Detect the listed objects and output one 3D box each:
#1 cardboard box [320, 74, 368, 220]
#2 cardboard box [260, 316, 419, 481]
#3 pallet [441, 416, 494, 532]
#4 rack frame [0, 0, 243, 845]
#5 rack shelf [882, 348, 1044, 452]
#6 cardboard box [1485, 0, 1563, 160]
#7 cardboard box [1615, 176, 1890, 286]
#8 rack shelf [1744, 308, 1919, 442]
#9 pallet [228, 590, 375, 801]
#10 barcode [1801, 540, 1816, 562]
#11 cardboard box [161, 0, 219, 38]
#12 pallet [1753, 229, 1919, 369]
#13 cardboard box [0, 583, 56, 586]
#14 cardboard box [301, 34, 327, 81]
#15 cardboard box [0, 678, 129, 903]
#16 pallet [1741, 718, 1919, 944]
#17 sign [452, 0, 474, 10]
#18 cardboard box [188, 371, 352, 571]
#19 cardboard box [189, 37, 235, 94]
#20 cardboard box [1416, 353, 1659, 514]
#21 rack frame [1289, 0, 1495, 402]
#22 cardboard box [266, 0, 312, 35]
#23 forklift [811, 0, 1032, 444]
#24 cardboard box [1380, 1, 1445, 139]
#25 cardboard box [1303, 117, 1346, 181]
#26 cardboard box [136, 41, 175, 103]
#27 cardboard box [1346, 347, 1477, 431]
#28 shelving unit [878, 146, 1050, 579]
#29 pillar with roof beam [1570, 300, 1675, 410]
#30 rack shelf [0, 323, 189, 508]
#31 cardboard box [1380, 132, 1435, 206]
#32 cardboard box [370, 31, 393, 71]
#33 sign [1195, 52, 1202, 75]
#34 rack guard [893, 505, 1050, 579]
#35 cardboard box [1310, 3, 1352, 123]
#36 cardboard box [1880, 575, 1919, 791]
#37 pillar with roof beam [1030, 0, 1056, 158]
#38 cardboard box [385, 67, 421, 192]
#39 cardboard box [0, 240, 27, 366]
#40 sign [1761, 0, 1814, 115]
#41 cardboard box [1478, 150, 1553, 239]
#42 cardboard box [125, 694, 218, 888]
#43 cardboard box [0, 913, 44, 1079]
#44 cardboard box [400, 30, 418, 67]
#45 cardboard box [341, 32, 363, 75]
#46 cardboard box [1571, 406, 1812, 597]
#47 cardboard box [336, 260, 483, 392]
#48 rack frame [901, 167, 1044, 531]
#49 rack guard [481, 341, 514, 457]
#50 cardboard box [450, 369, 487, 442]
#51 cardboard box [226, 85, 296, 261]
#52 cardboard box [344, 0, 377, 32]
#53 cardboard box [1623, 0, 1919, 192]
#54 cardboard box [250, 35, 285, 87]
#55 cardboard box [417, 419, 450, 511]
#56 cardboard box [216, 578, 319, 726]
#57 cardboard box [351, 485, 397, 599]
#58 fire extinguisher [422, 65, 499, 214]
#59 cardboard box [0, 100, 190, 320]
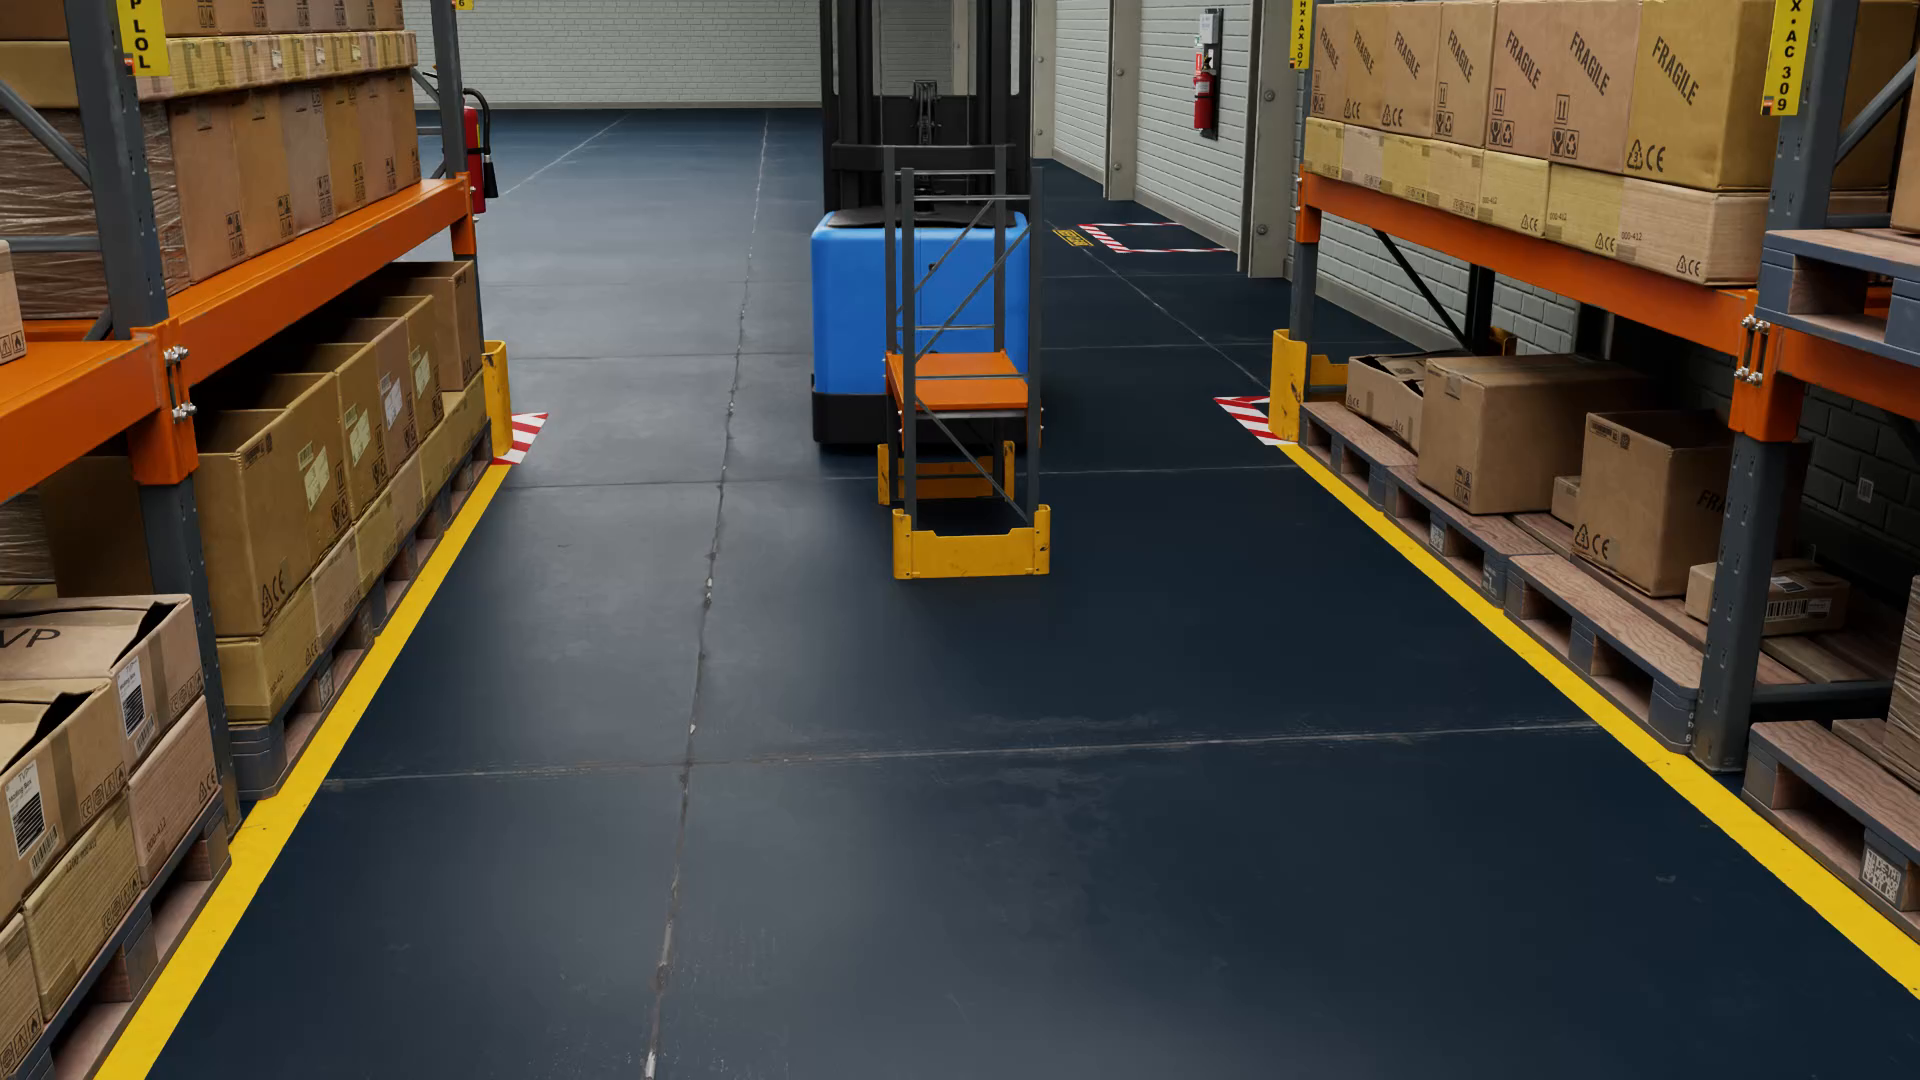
[{"bbox_3d":[-2.629,-1.455,6.137,0.700,0.500,0.500,-2,18,-5],"label":"cardboard box"},{"bbox_3d":[-2.250,-0.500,5.900,0.500,0.500,0.500,-2,18,-6],"label":"cardboard box"},{"bbox_3d":[-2.649,-0.294,7.262,1.003,0.211,1.213,-2,18,-6],"label":"pallet"},{"bbox_3d":[-2.357,-0.659,3.770,1.000,3.000,0.127,-2,18,-6],"label":"rack frame"},{"bbox_3d":[-0.009,-0.569,6.587,0.538,0.185,1.000,-2,18,-6],"label":"rack shelf"},{"bbox_3d":[2.115,-1.540,5.538,0.500,0.500,0.500,-2,18,-7],"label":"cardboard box"},{"bbox_3d":[2.220,-0.883,4.700,0.500,0.250,0.500,-2,18,-6],"label":"cardboard box"},{"bbox_3d":[2.776,0.126,2.470,1.077,0.370,4.000,-2,18,-6],"label":"rack shelf"},{"bbox_3d":[-2.397,0.433,4.946,1.003,0.211,1.213,-2,18,-6],"label":"pallet"},{"bbox_3d":[2.781,0.040,5.447,0.001,0.075,0.075,-2,18,-6],"label":"barcode"},{"bbox_3d":[-2.462,-1.609,4.460,0.700,0.500,0.500,-2,18,-6],"label":"cardboard box"},{"bbox_3d":[2.504,-0.490,3.550,1.003,0.211,1.213,-2,18,-6],"label":"pallet"},{"bbox_3d":[-2.664,0.171,5.013,0.500,0.250,0.500,-2,18,-6],"label":"cardboard box"},{"bbox_3d":[-2.378,-1.638,5.638,0.380,0.149,0.250,-2,18,-6],"label":"cardboard box"},{"bbox_3d":[-1.970,0.451,3.185,0.500,0.311,0.500,-1,17,-4],"label":"cardboard box"},{"bbox_3d":[2.652,0.749,3.940,1.003,0.211,1.213,-2,18,-6],"label":"pallet"},{"bbox_3d":[-2.228,-2.529,7.397,0.100,0.325,0.005,-2,18,-6],"label":"sign"},{"bbox_3d":[-2.152,-0.202,4.951,0.500,0.500,0.500,-2,18,-6],"label":"cardboard box"},{"bbox_3d":[-2.275,-1.332,4.663,0.380,0.149,0.250,-2,18,-6],"label":"cardboard box"},{"bbox_3d":[2.224,-0.424,6.458,0.700,0.500,0.500,-3,18,-9],"label":"cardboard box"},{"bbox_3d":[2.158,-2.005,8.057,1.000,3.000,0.127,-2,18,-6],"label":"rack frame"},{"bbox_3d":[-2.564,-1.907,5.410,0.700,0.500,0.500,-2,18,-6],"label":"cardboard box"},{"bbox_3d":[-0.173,-2.239,8.917,1.130,2.935,3.031,0,17,0],"label":"forklift"},{"bbox_3d":[1.996,-1.848,6.520,0.500,0.500,0.500,-2,18,-7],"label":"cardboard box"},{"bbox_3d":[1.892,-1.788,7.582,0.500,0.250,0.500,-2,18,-7],"label":"cardboard box"},{"bbox_3d":[-2.218,-1.177,4.170,0.380,0.149,0.250,-2,17,-5],"label":"cardboard box"},{"bbox_3d":[2.139,-0.723,7.728,0.500,0.311,0.500,-4,18,-12],"label":"cardboard box"},{"bbox_3d":[-0.008,-0.738,6.525,0.587,1.500,1.083,-2,18,-6],"label":"shelving unit"},{"bbox_3d":[-1.192,-4.553,6.155,9.100,9.000,0.400,-2,18,-6],"label":"pillar with roof beam"},{"bbox_3d":[-2.150,0.280,1.979,1.077,0.370,4.000,-2,18,-6],"label":"rack shelf"},{"bbox_3d":[2.007,-1.482,6.606,0.500,0.250,0.500,-2,18,-7],"label":"cardboard box"},{"bbox_3d":[-2.485,-1.946,6.619,0.380,0.149,0.250,-2,18,-6],"label":"cardboard box"},{"bbox_3d":[2.300,-4.533,16.050,0.001,0.329,0.234,-2,18,-6],"label":"sign"},{"bbox_3d":[0.043,0.006,6.239,0.587,0.250,0.087,-2,18,-6],"label":"rack guard"},{"bbox_3d":[1.908,-2.150,7.481,0.500,0.500,0.500,-2,18,-6],"label":"cardboard box"},{"bbox_3d":[2.663,0.388,3.872,0.700,0.500,0.500,-1,17,-4],"label":"cardboard box"},{"bbox_3d":[-3.048,-9.916,23.237,9.100,9.000,0.400,-2,18,-6],"label":"pillar with roof beam"},{"bbox_3d":[-2.734,-1.759,7.106,0.700,0.500,0.500,-2,18,-6],"label":"cardboard box"},{"bbox_3d":[-2.262,-0.443,3.329,0.500,0.250,0.500,-1,17,-2],"label":"cardboard box"},{"bbox_3d":[2.031,-1.208,4.070,0.100,0.325,0.005,-2,18,-6],"label":"sign"},{"bbox_3d":[2.109,-1.181,5.649,0.500,0.250,0.500,-2,18,-6],"label":"cardboard box"},{"bbox_3d":[-2.026,0.567,3.754,0.500,0.250,0.500,-2,18,-6],"label":"cardboard box"},{"bbox_3d":[-1.922,0.870,2.788,0.500,0.250,0.500,-1,17,-4],"label":"cardboard box"},{"bbox_3d":[-2.540,-2.100,7.110,0.380,0.149,0.250,-2,18,-7],"label":"cardboard box"},{"bbox_3d":[-2.434,-1.793,6.131,0.380,0.149,0.250,-1,17,-4],"label":"cardboard box"},{"bbox_3d":[2.423,-0.139,5.550,0.500,0.500,0.500,-3,18,-10],"label":"cardboard box"},{"bbox_3d":[-2.418,-0.947,7.323,0.500,0.500,0.500,-2,18,-6],"label":"cardboard box"},{"bbox_3d":[0.044,-0.590,6.051,0.500,1.500,0.032,-2,18,-6],"label":"rack frame"},{"bbox_3d":[-2.772,-0.666,7.963,1.175,0.500,0.348,-2,18,-6],"label":"rack guard"},{"bbox_3d":[-2.420,-0.589,7.435,0.500,0.250,0.500,-2,18,-6],"label":"cardboard box"},{"bbox_3d":[-2.517,-1.146,5.152,0.700,0.500,0.500,-2,17,-5],"label":"cardboard box"},{"bbox_3d":[-2.669,-2.206,6.363,0.700,0.500,0.500,-2,18,-7],"label":"cardboard box"},{"bbox_3d":[2.214,-1.241,4.586,0.500,0.500,0.500,-2,18,-6],"label":"cardboard box"},{"bbox_3d":[-2.329,-1.486,5.154,0.380,0.149,0.250,-2,18,-7],"label":"cardboard box"},{"bbox_3d":[-2.303,-0.291,6.487,0.500,0.250,0.500,-2,18,-6],"label":"cardboard box"},{"bbox_3d":[-2.103,0.305,4.589,0.500,0.250,0.500,-2,18,-6],"label":"cardboard box"},{"bbox_3d":[-2.196,0.006,5.539,0.500,0.250,0.500,-2,18,-6],"label":"cardboard box"},{"bbox_3d":[-2.319,-1.864,7.735,0.296,0.674,0.183,-2,18,-6],"label":"fire extinguisher"},{"bbox_3d":[-2.409,-0.839,4.175,0.700,0.500,0.500,-2,18,-7],"label":"cardboard box"}]
